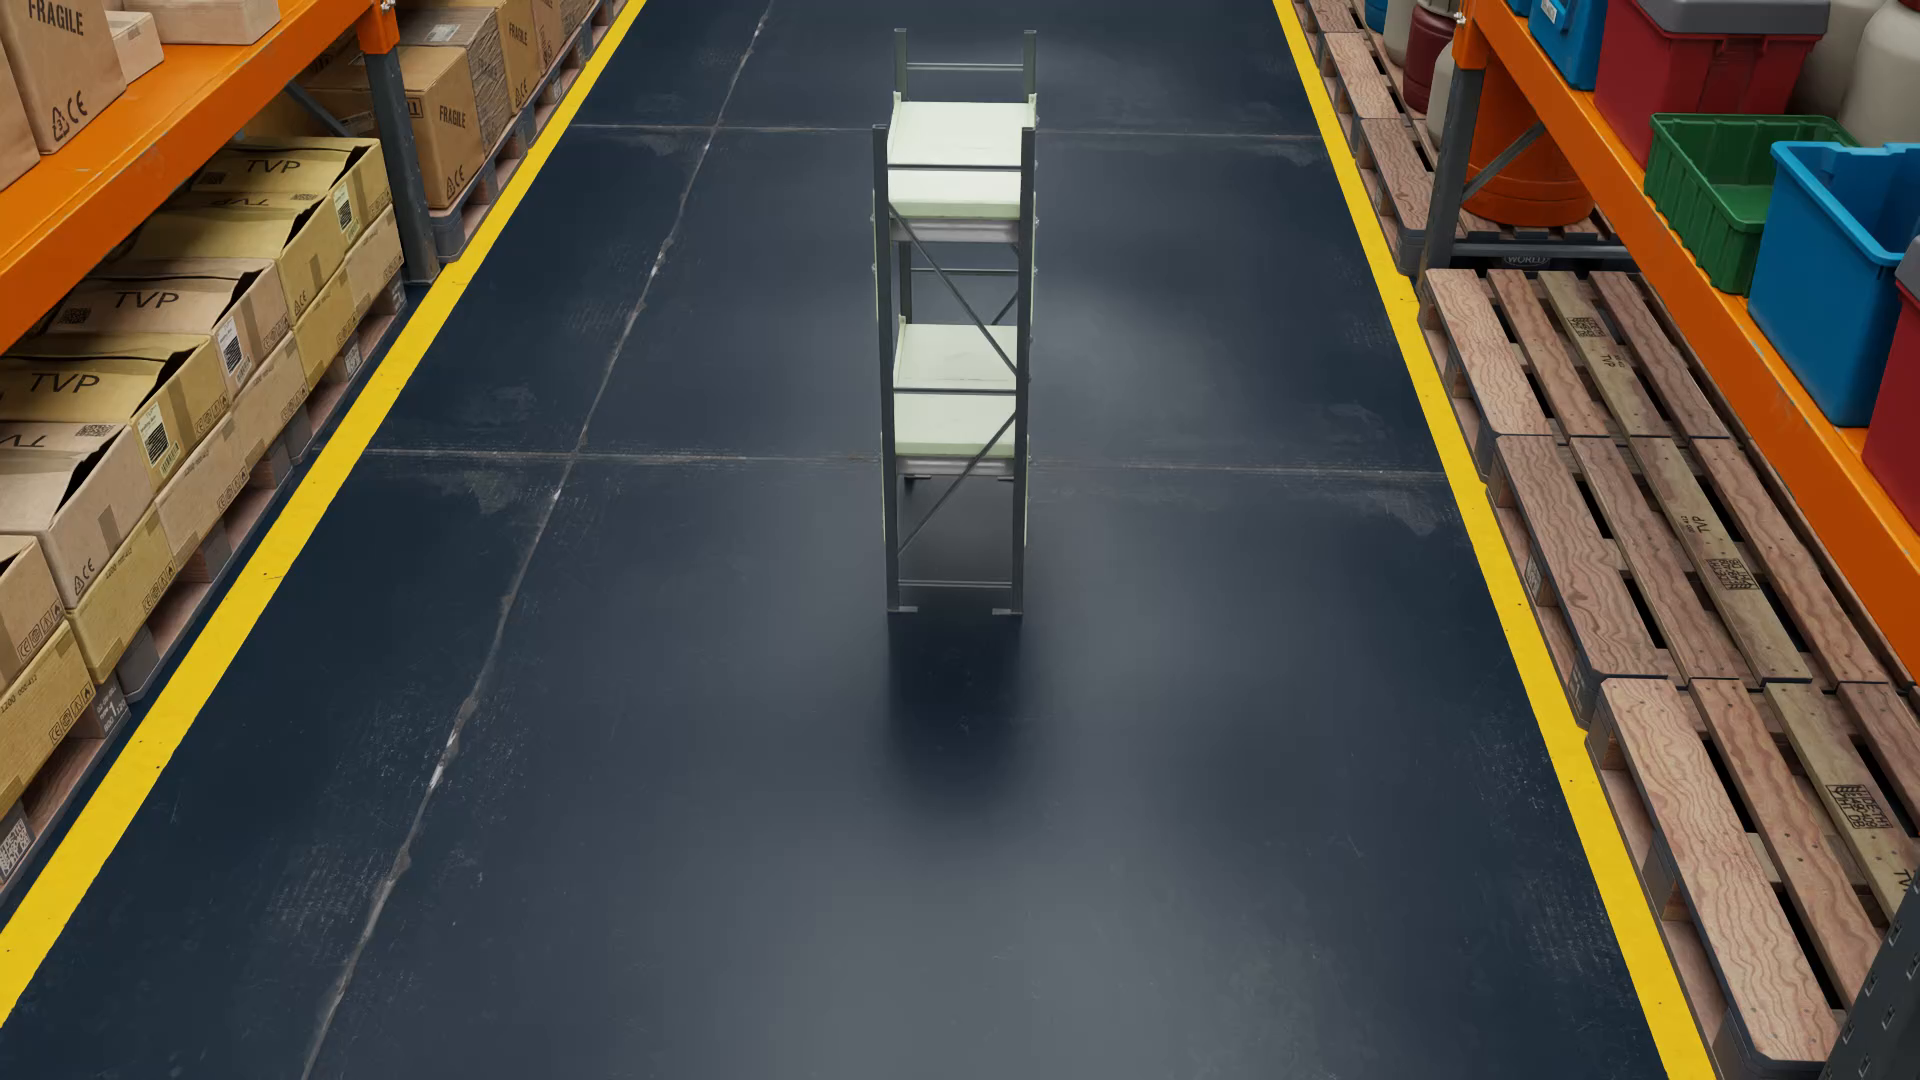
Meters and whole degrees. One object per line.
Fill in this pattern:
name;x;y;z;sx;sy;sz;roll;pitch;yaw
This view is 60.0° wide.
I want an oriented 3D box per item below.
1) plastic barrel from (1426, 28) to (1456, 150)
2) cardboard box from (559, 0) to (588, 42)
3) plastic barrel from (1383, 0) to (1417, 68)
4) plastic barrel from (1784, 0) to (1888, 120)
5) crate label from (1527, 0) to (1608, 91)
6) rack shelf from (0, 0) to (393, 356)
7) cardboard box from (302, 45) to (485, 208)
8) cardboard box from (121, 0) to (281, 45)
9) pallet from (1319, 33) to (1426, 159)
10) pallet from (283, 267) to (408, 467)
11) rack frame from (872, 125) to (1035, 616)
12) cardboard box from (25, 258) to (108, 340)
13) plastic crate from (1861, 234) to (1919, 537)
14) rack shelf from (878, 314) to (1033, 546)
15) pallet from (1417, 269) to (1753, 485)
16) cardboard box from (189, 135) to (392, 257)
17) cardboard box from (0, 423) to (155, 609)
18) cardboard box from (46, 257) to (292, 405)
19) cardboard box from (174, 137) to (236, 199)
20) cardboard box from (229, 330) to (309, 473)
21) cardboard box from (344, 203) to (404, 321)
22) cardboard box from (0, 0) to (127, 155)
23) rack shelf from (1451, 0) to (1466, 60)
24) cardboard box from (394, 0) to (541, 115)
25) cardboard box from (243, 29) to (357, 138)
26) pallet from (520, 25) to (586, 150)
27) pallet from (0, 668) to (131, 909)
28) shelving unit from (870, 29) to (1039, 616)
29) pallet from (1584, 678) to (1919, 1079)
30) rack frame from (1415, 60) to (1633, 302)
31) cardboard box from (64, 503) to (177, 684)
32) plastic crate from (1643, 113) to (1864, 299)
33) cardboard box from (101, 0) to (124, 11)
plastic barrel;2.259;-1.945;7.208;0.421;0.512;0.421;0;35;0
cardboard box;-2.248;-2.893;8.549;0.500;0.500;0.500;2;35;2
plastic barrel;2.304;-2.594;8.131;0.421;0.512;0.421;0;35;0
plastic barrel;2.478;-1.391;4.523;0.421;0.512;0.421;0;35;0
crate label;2.013;-1.633;4.934;0.502;0.435;0.616;1;35;2
rack shelf;-2.707;-0.856;4.486;1.077;0.370;4.000;1;35;2
cardboard box;-2.322;-1.712;6.869;0.500;0.500;0.500;3;35;4
cardboard box;-2.386;-1.674;5.242;0.380;0.149;0.250;1;35;2
pallet;2.365;-2.195;8.190;1.003;0.211;1.213;1;35;2
pallet;-2.698;-0.687;6.044;1.003;0.211;1.213;1;35;2
rack frame;-0.015;-0.399;4.514;0.400;1.500;0.023;1;35;2
cardboard box;-2.976;-0.687;5.157;0.500;0.311;0.500;0;35;1
plastic crate;1.876;-0.197;2.865;0.402;0.464;0.583;1;35;2
rack shelf;0.000;-0.343;5.001;0.431;0.370;0.720;1;35;2
pallet;2.253;-0.598;5.918;1.003;0.211;1.213;1;35;2
cardboard box;-2.401;-1.270;5.986;0.500;0.311;0.500;2;35;3
cardboard box;-2.476;-0.095;4.314;0.500;0.311;0.500;0;35;0
cardboard box;-2.439;-0.681;5.148;0.500;0.311;0.500;1;35;2
cardboard box;-2.941;-1.282;6.004;0.500;0.311;0.500;2;35;3
cardboard box;-2.444;-0.454;5.313;0.500;0.250;0.500;2;35;3
cardboard box;-2.404;-1.039;6.146;0.500;0.250;0.500;2;35;3
cardboard box;-2.677;-1.376;4.513;0.500;0.500;0.500;0;35;-1
rack shelf;2.403;-3.038;7.590;1.077;0.370;4.000;1;35;2
cardboard box;-2.282;-2.301;7.707;0.500;0.500;0.500;1;35;1
cardboard box;-2.823;-2.000;7.278;0.500;0.500;0.500;3;35;4
pallet;-2.507;-2.286;8.319;1.003;0.211;1.213;1;35;2
pallet;-2.796;0.715;4.049;1.003;0.211;1.213;1;35;2
shelving unit;0.000;-0.610;4.813;0.431;1.500;0.755;1;35;2
pallet;2.155;0.804;3.923;1.003;0.211;1.213;1;35;2
rack frame;2.323;-2.183;5.748;1.000;3.000;0.127;1;35;2
cardboard box;-2.483;0.134;4.477;0.500;0.250;0.500;0;35;0
plastic crate;1.950;-0.806;3.972;0.450;0.188;0.662;1;35;2
cardboard box;-2.856;-1.754;5.215;0.500;0.311;0.500;1;35;1
